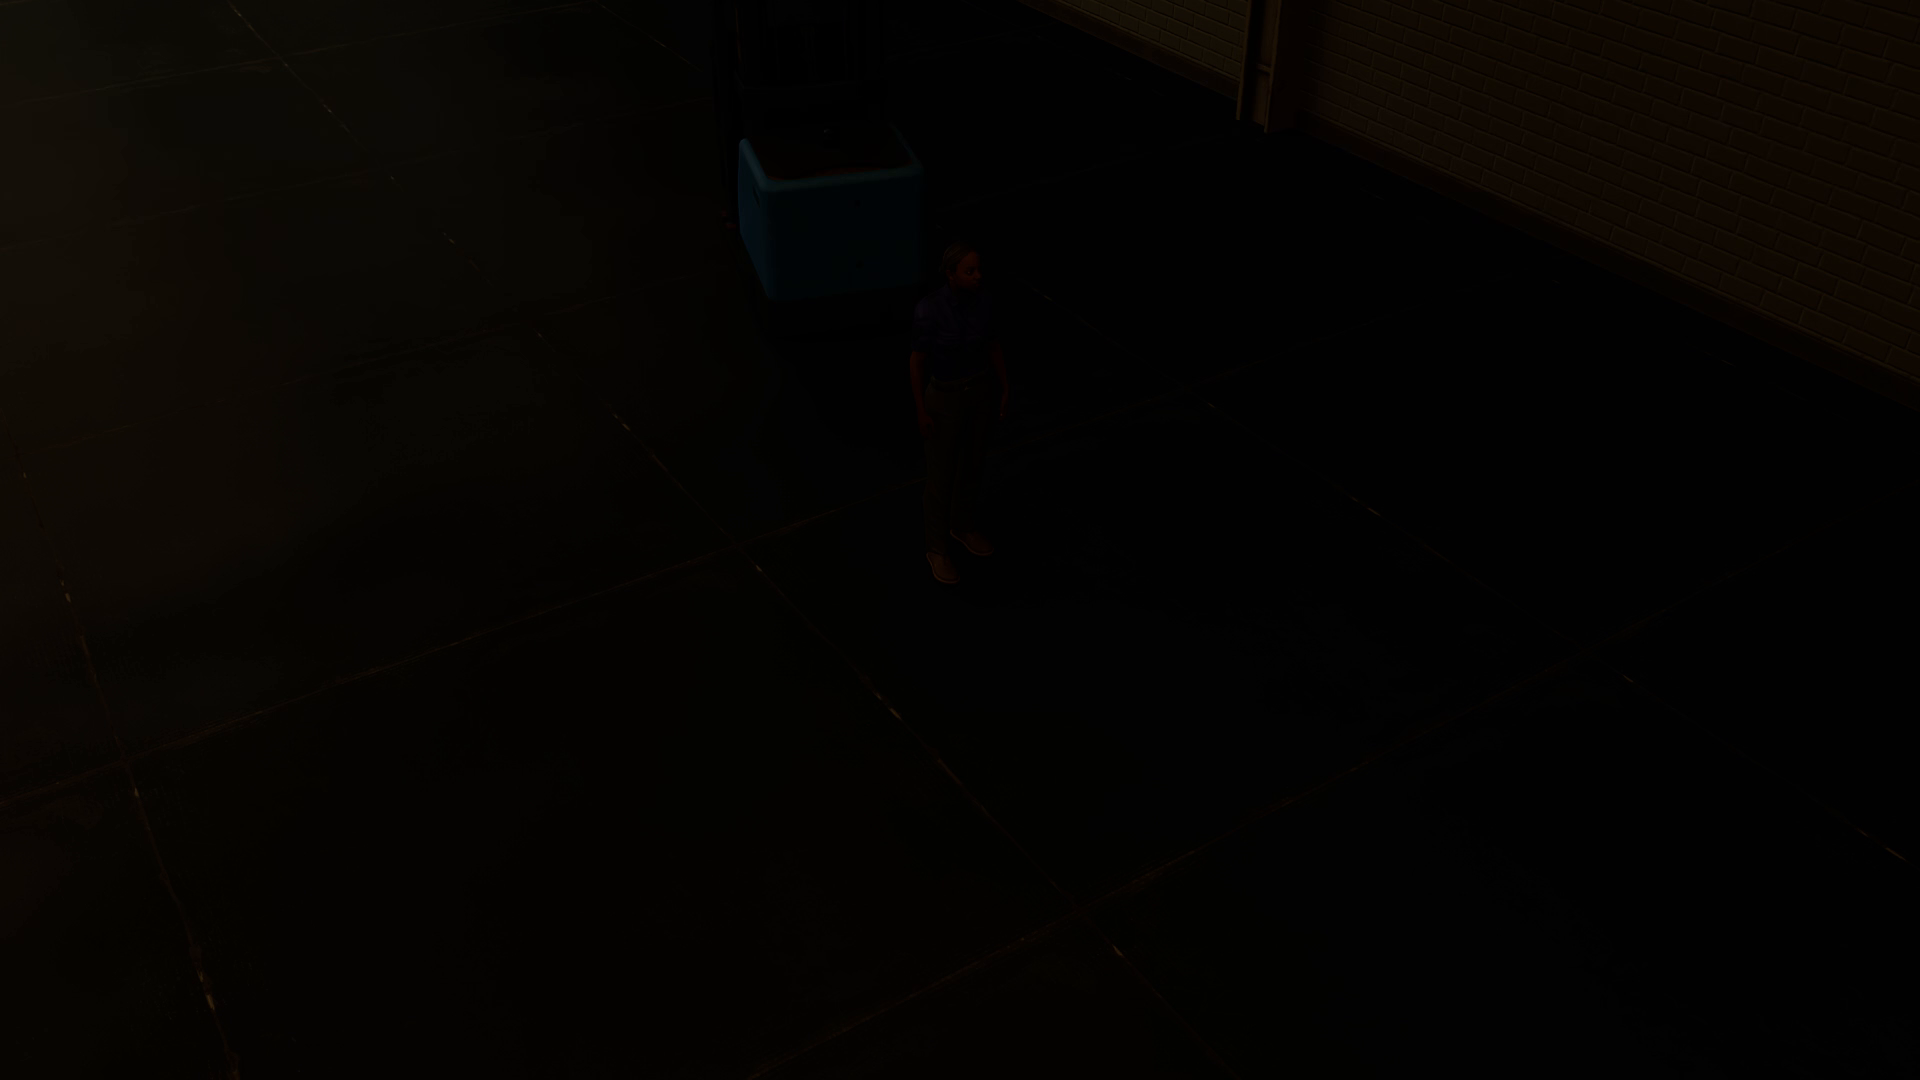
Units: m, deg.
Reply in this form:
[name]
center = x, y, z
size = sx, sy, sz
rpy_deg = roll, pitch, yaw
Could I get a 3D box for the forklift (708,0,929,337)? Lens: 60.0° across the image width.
[forklift]
center = -1.095, -3.311, 10.860
size = 1.130, 2.935, 3.031
rpy_deg = -9, 36, -13

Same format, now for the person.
[person]
center = 0.031, -0.634, 8.148
size = 0.569, 1.656, 0.503
rpy_deg = -21, 40, -27
